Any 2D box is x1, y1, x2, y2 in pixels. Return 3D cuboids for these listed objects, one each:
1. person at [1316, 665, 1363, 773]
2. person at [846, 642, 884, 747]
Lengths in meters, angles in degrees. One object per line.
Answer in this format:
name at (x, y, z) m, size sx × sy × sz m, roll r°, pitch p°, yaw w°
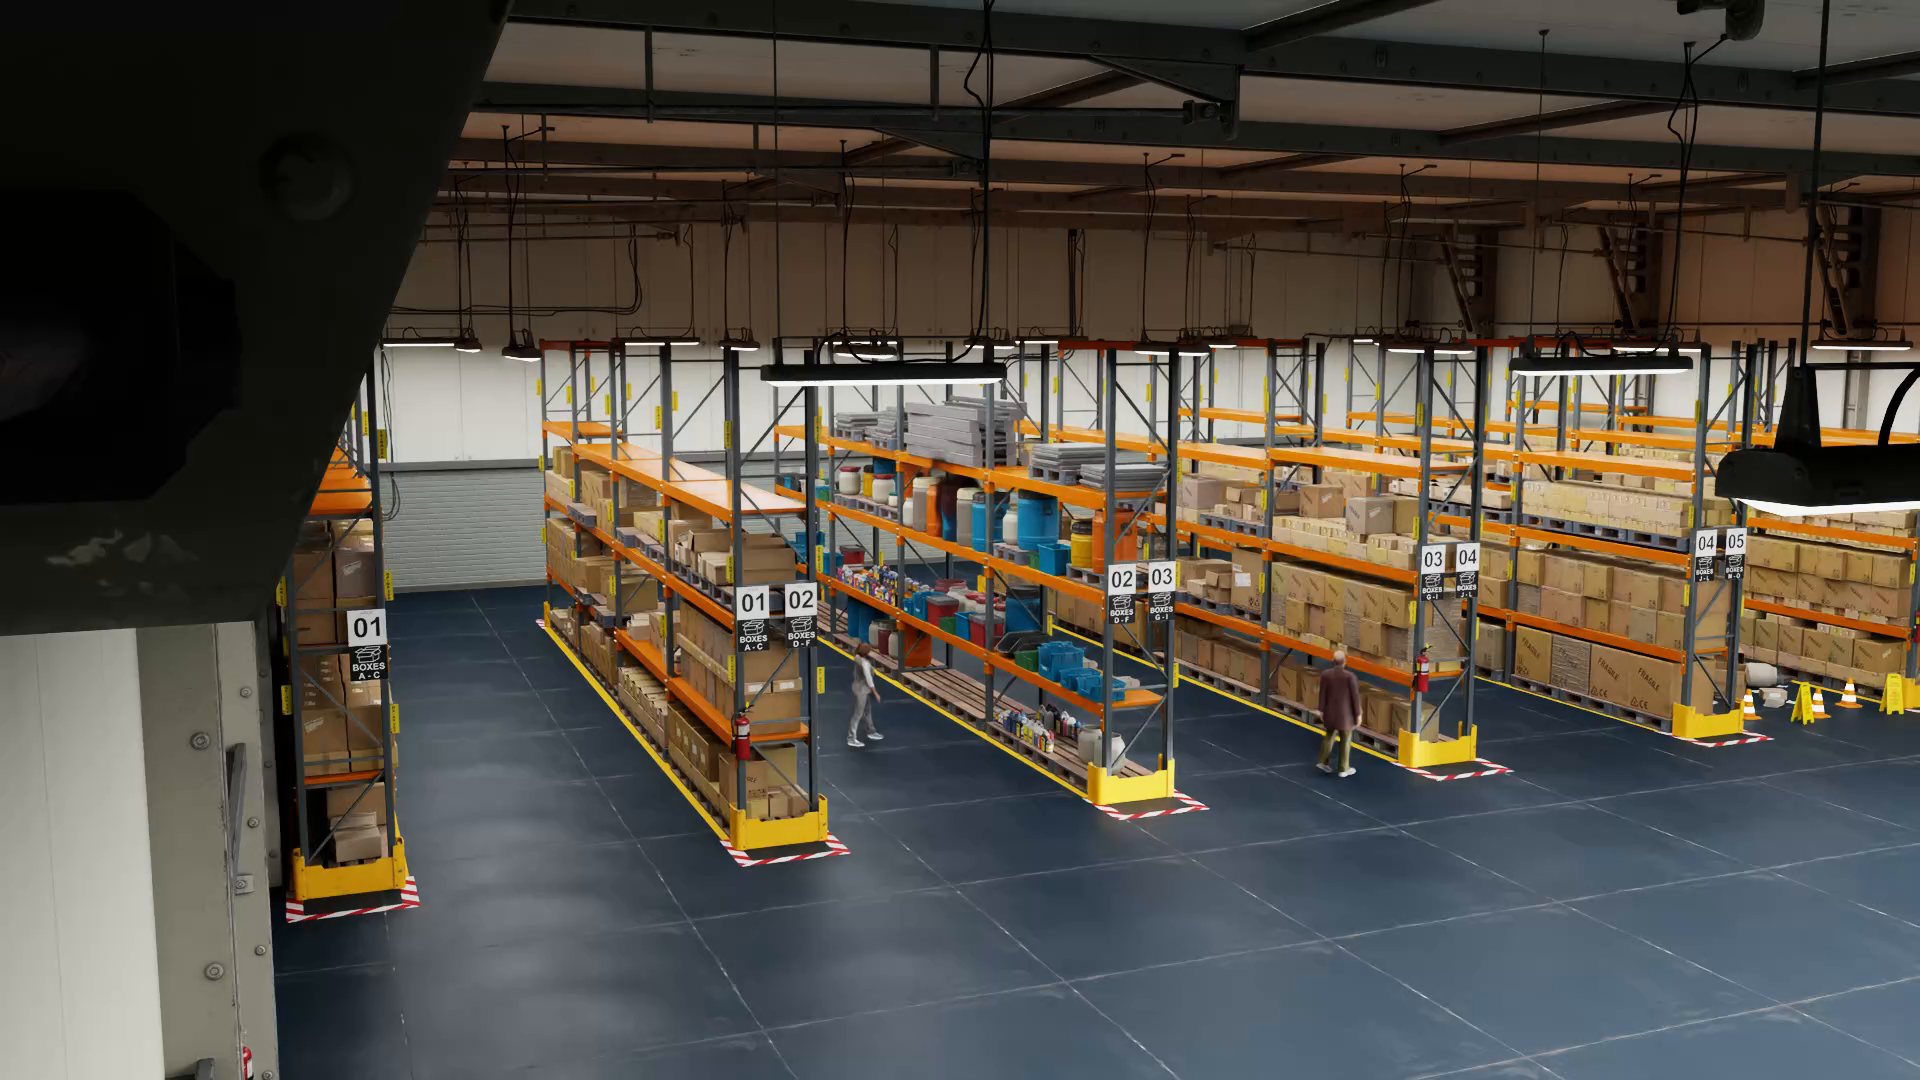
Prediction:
person at (5.354, 2.487, 23.334) m, size 0.655 × 1.507 × 0.408 m, roll 6°, pitch 9°, yaw 37°
person at (-1.425, 2.285, 25.016) m, size 0.610 × 1.581 × 0.571 m, roll -1°, pitch 8°, yaw -10°
